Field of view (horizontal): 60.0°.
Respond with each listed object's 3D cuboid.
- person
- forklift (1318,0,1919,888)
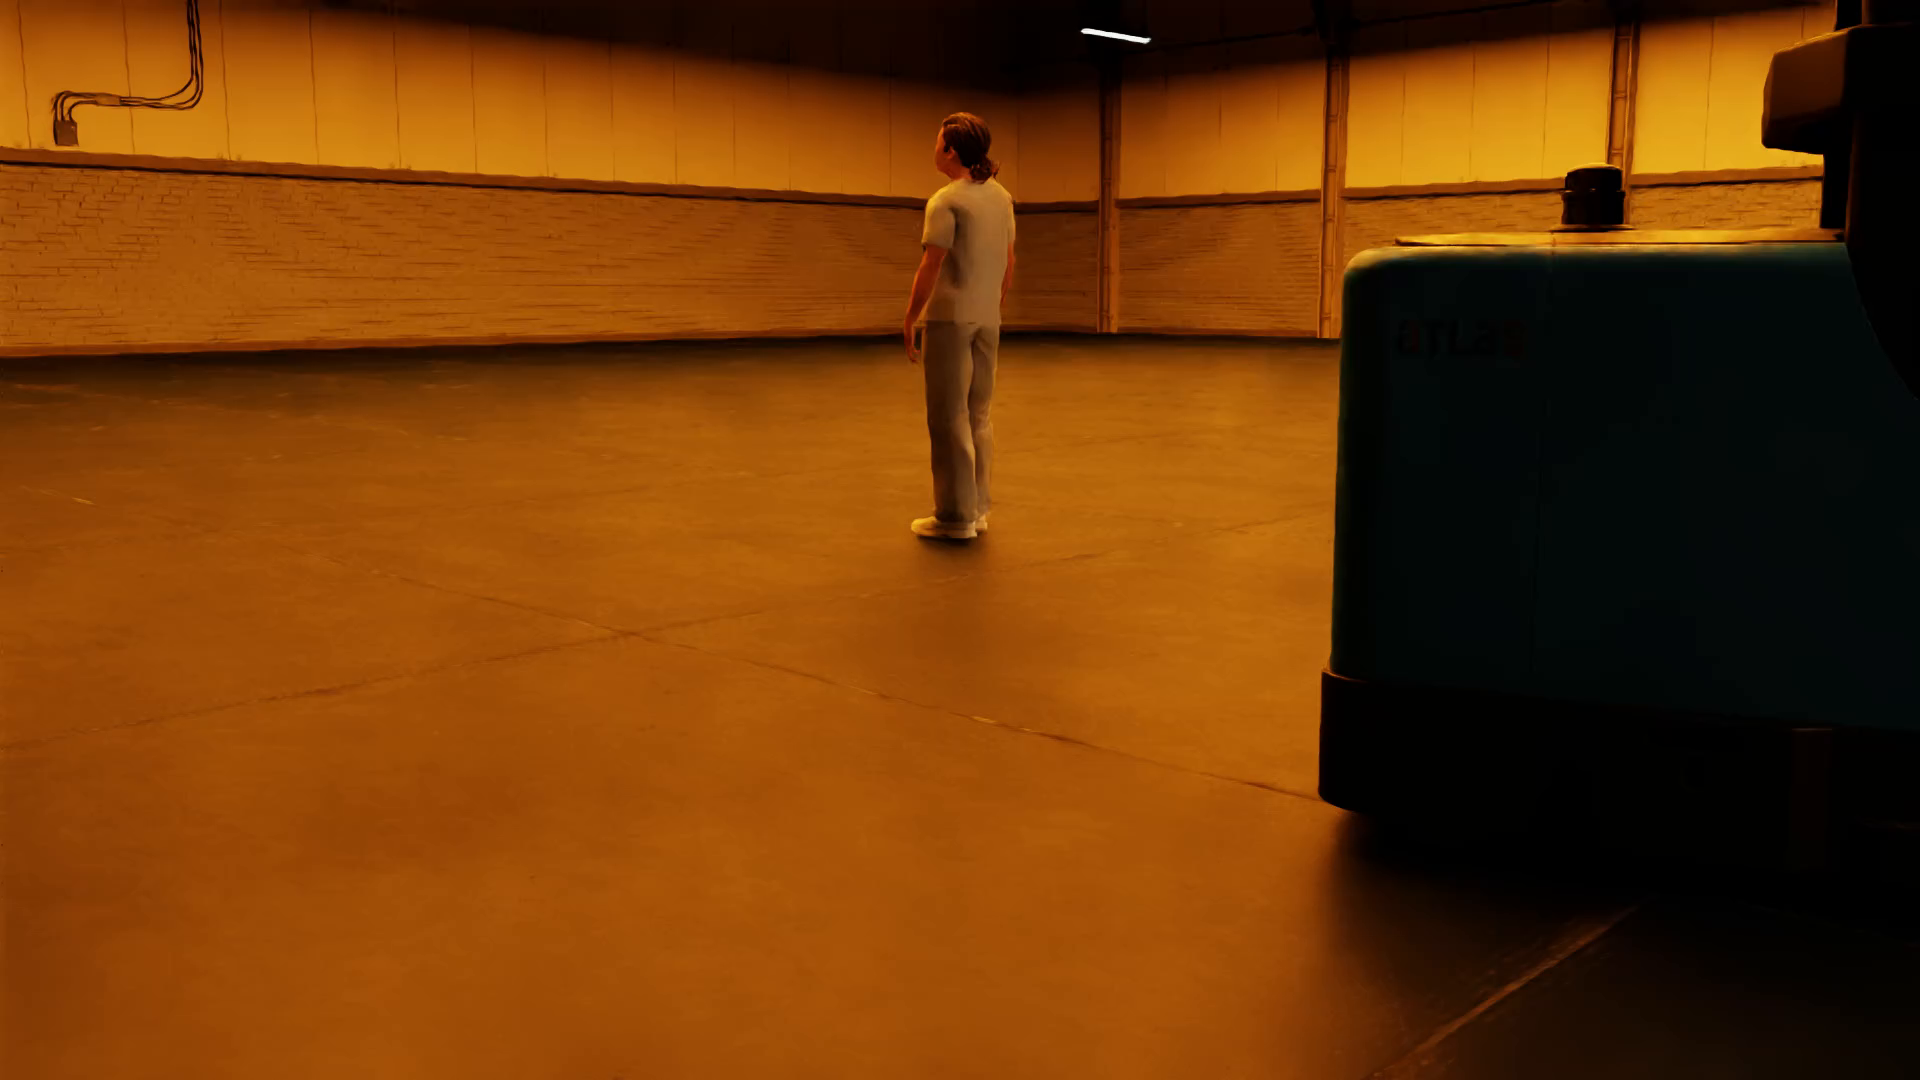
[{"bbox_3d":[-0.044,-0.845,6.652,0.548,1.674,0.550,8,12,43],"label":"person"},{"bbox_3d":[2.228,-0.874,2.679,3.031,2.935,1.130,4,9,24],"label":"forklift"}]
